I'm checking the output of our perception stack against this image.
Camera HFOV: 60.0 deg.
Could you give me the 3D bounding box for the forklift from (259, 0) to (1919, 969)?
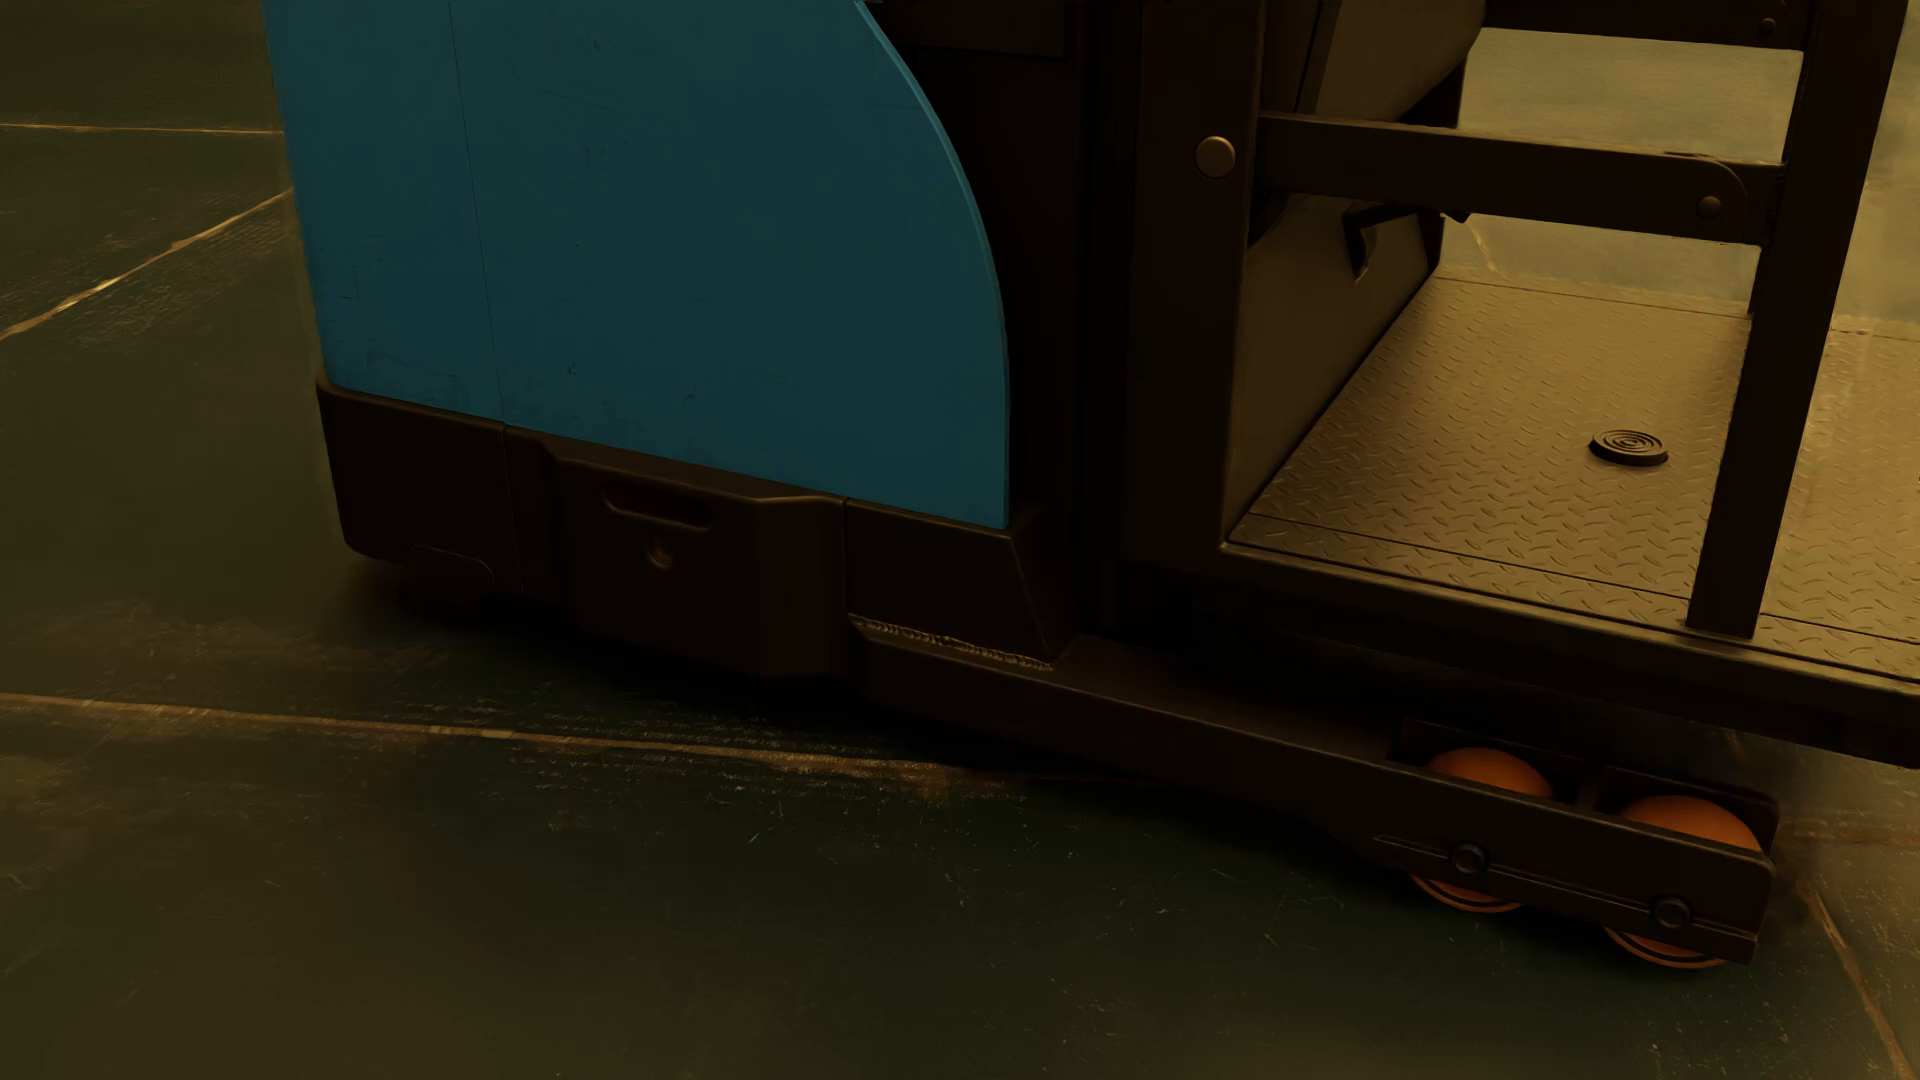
[{"bbox_3d":[0.679,-1.159,1.540,3.031,2.935,1.130,12,29,23],"label":"forklift"}]
